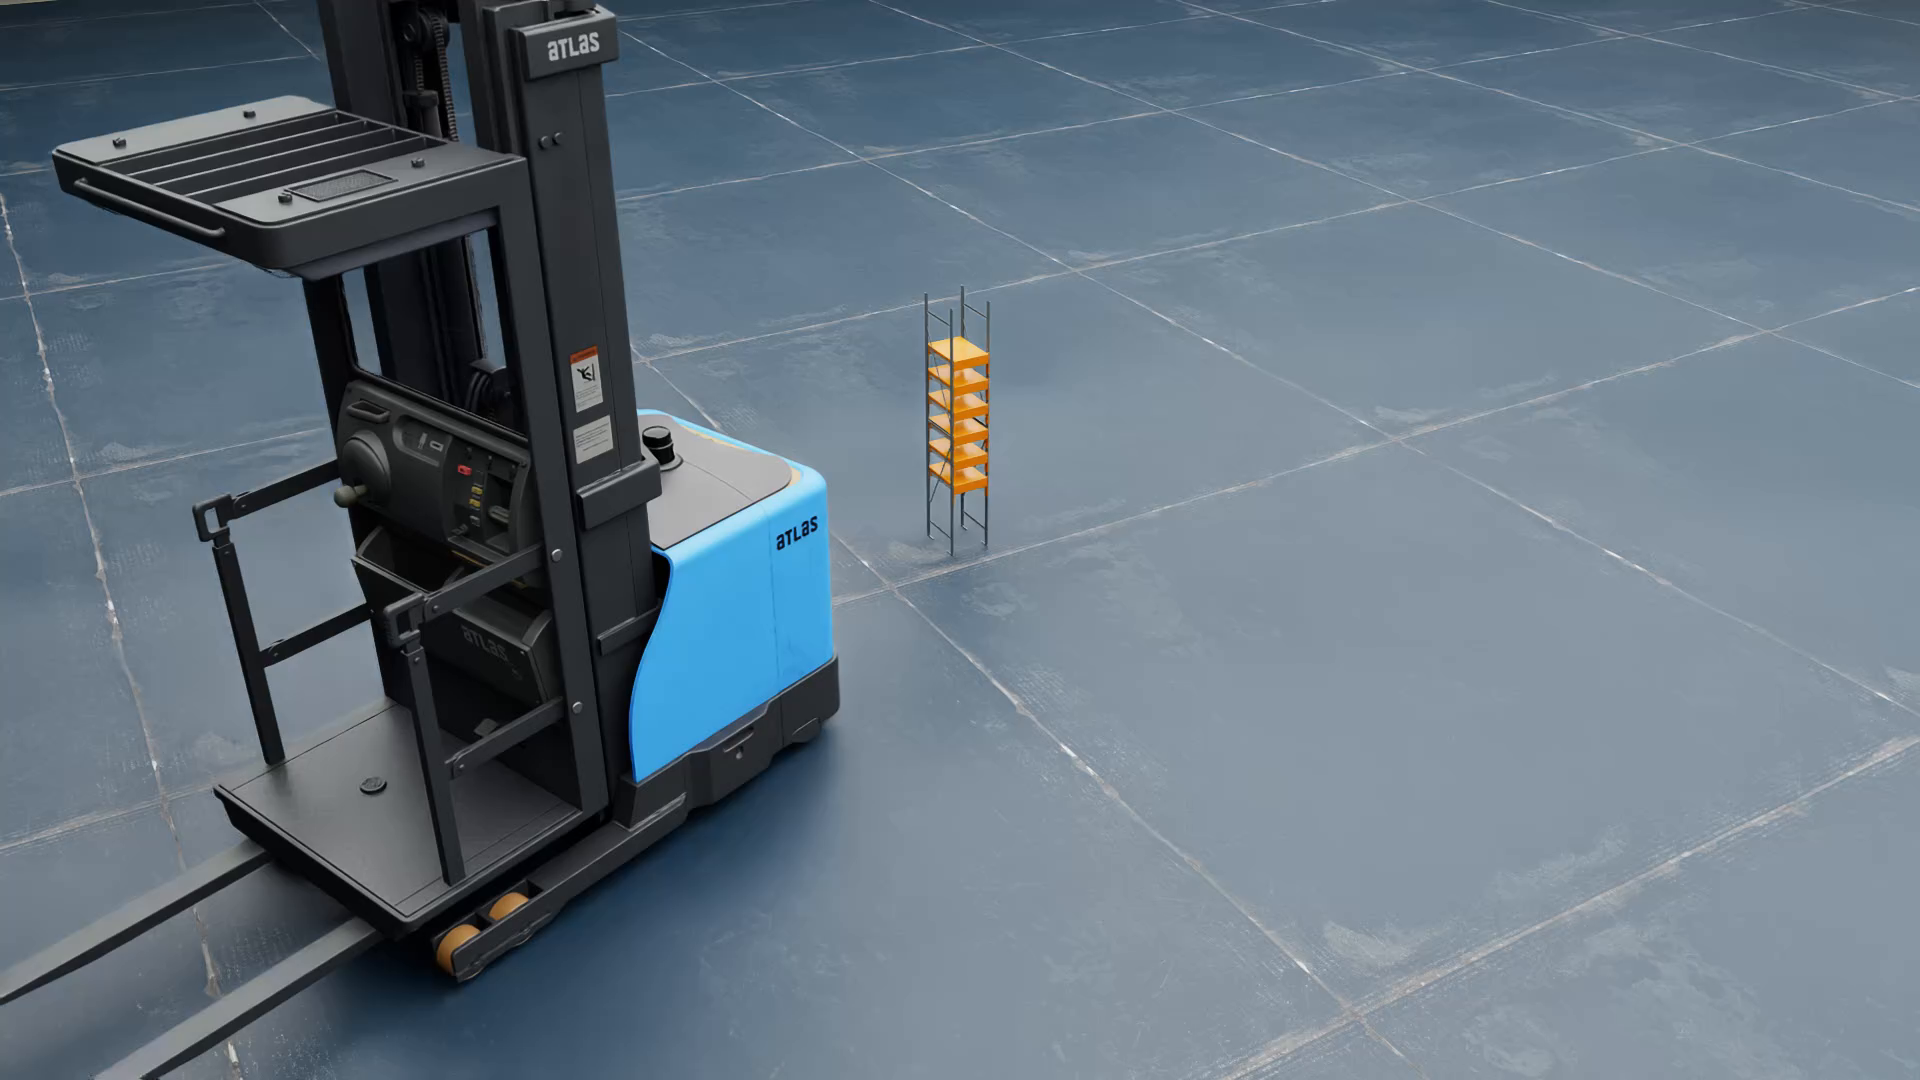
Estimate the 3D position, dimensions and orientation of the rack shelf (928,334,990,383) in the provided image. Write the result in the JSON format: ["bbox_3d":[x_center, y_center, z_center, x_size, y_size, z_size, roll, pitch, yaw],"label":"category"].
[{"bbox_3d":[-0.012,-0.798,7.301,0.180,0.103,0.258,-16,33,-26],"label":"rack shelf"}]

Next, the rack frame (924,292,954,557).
[{"bbox_3d":[-0.091,-0.499,7.413,0.006,1.200,0.240,-16,33,-26],"label":"rack frame"}]

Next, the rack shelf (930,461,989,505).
[{"bbox_3d":[-0.012,-0.273,7.591,0.180,0.103,0.258,-16,33,-26],"label":"rack shelf"}]

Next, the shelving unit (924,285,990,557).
[{"bbox_3d":[-0.012,-0.522,7.454,0.189,1.200,0.258,-16,33,-26],"label":"shelving unit"}]

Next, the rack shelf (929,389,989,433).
[{"bbox_3d":[-0.012,-0.588,7.417,0.180,0.103,0.258,-16,33,-26],"label":"rack shelf"}]

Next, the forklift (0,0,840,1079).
[{"bbox_3d":[-1.775,-0.172,5.028,1.130,2.935,3.031,21,35,33],"label":"forklift"}]

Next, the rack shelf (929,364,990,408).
[{"bbox_3d":[-0.012,-0.693,7.359,0.180,0.103,0.258,-16,33,-26],"label":"rack shelf"}]

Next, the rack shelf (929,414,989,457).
[{"bbox_3d":[-0.012,-0.483,7.475,0.180,0.103,0.258,-16,33,-26],"label":"rack shelf"}]

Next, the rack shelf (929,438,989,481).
[{"bbox_3d":[-0.012,-0.378,7.533,0.180,0.103,0.258,-16,33,-26],"label":"rack shelf"}]

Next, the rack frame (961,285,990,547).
[{"bbox_3d":[0.066,-0.544,7.494,0.006,1.200,0.240,-16,33,-26],"label":"rack frame"}]
